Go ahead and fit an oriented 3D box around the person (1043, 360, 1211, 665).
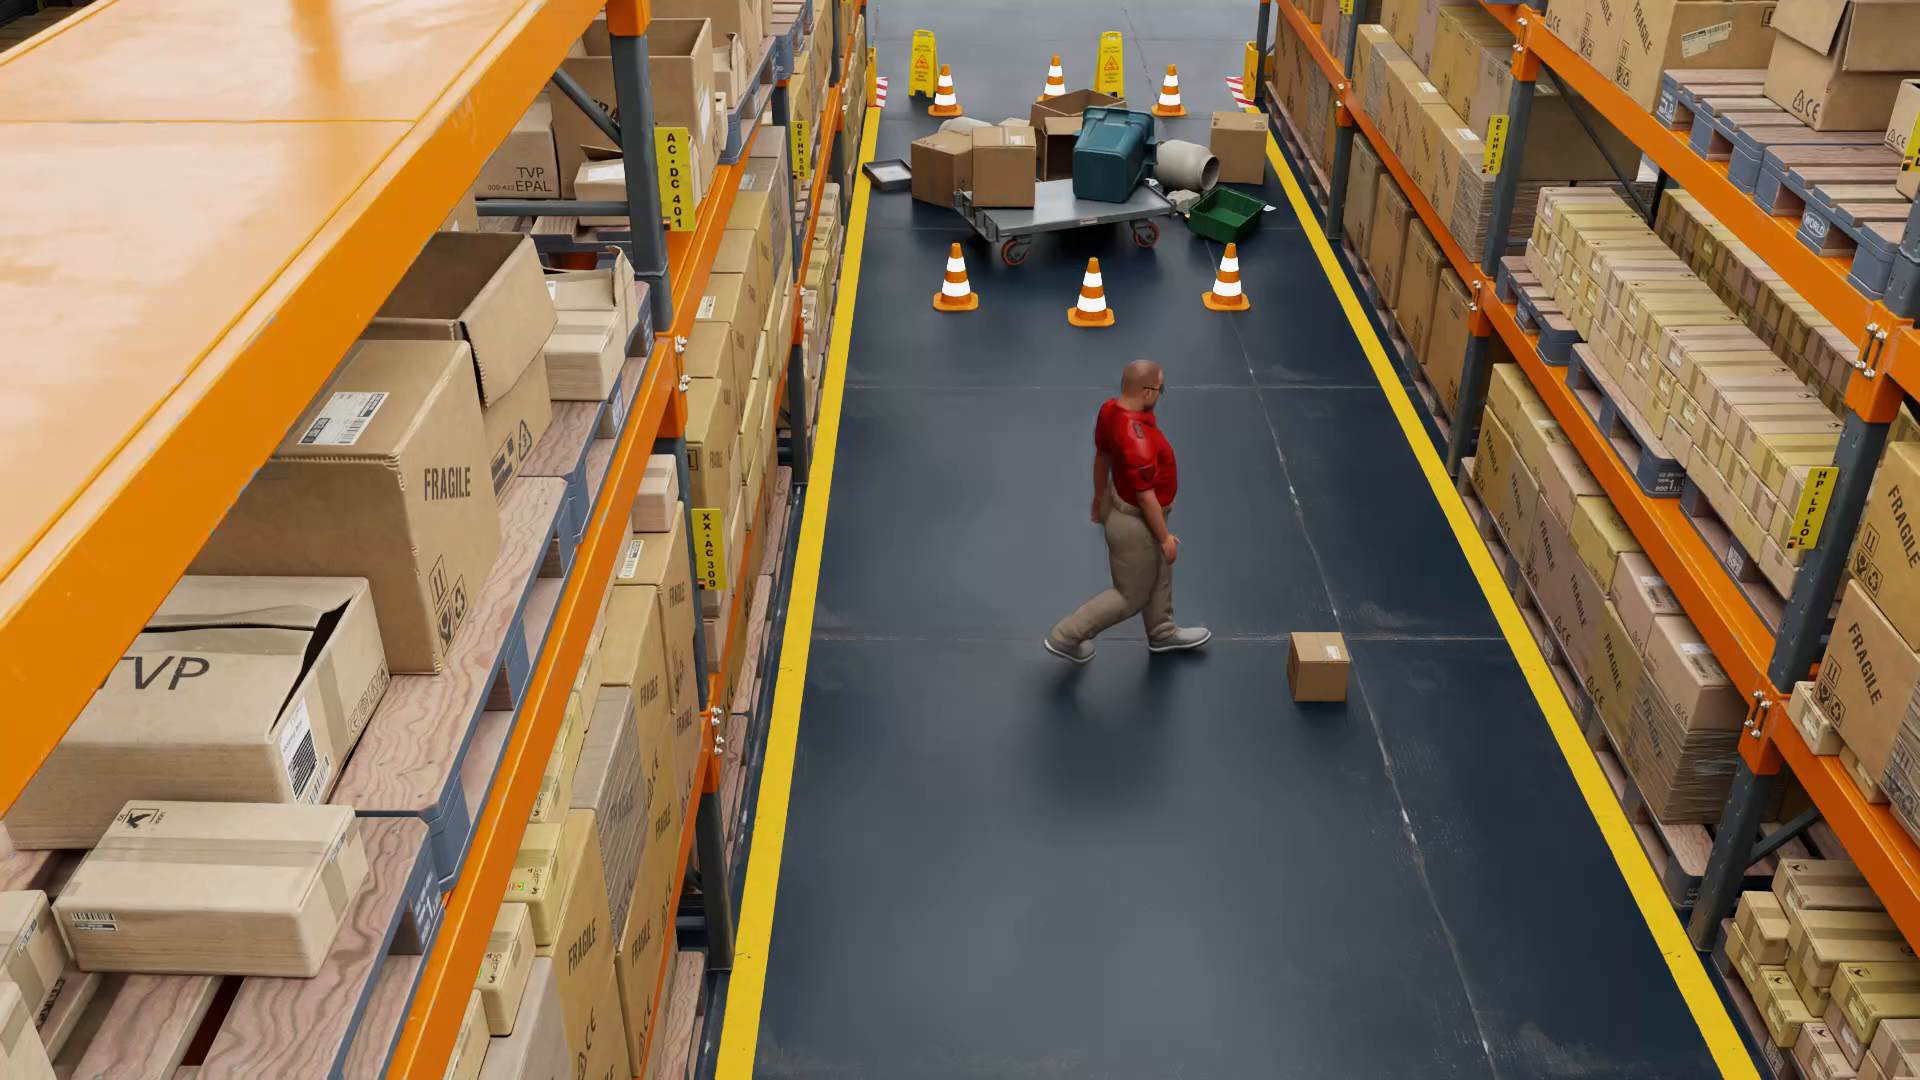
[{"bbox_3d":[0.856,-0.110,8.143,0.905,1.699,0.582,-4,32,-6],"label":"person"}]
